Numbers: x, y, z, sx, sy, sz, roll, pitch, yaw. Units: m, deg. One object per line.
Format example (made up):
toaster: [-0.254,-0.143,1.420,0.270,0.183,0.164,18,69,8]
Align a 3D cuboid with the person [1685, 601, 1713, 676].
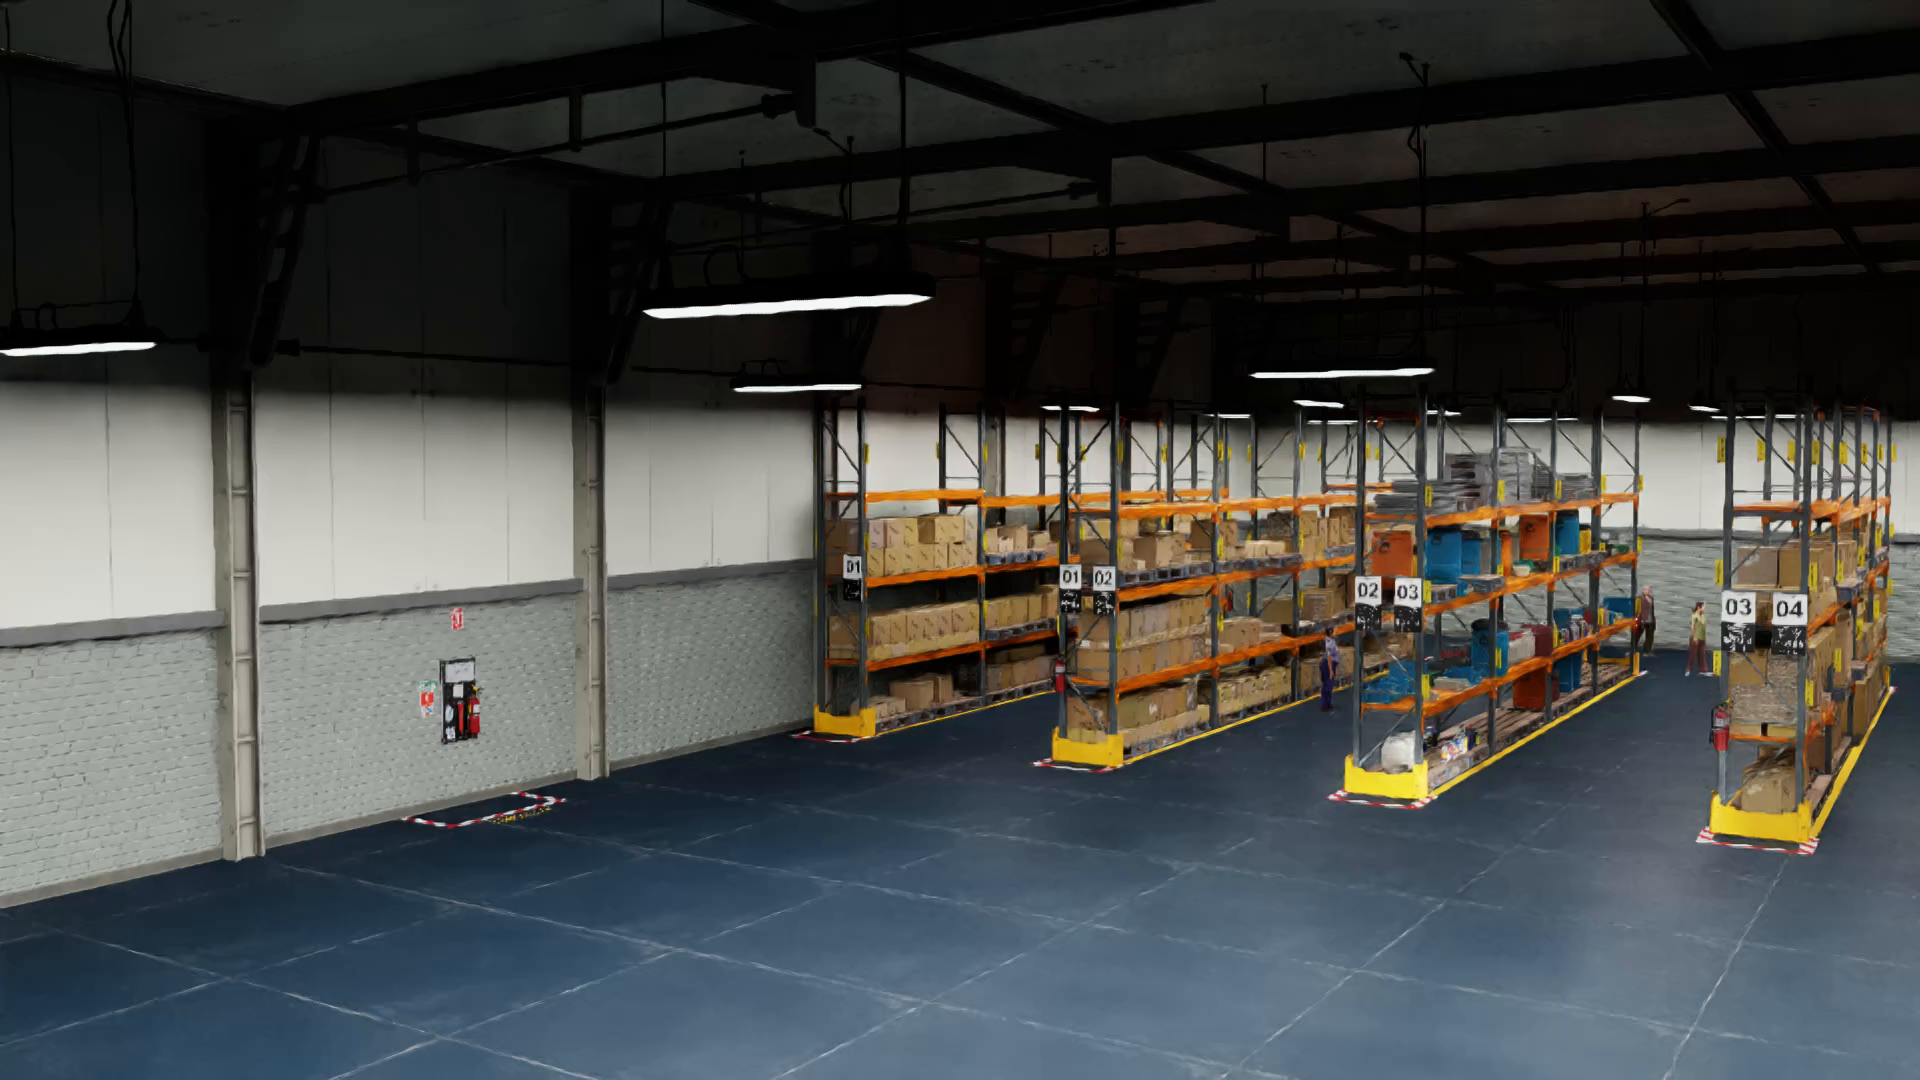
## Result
person: [16.536,2.204,37.261,0.571,1.674,0.464,-2,4,-33]

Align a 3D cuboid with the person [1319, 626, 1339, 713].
person: [7.144,2.477,32.118,0.386,1.653,0.596,0,3,9]

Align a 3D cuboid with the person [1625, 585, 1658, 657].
person: [16.704,1.978,40.779,0.751,1.774,0.500,-1,3,-17]
